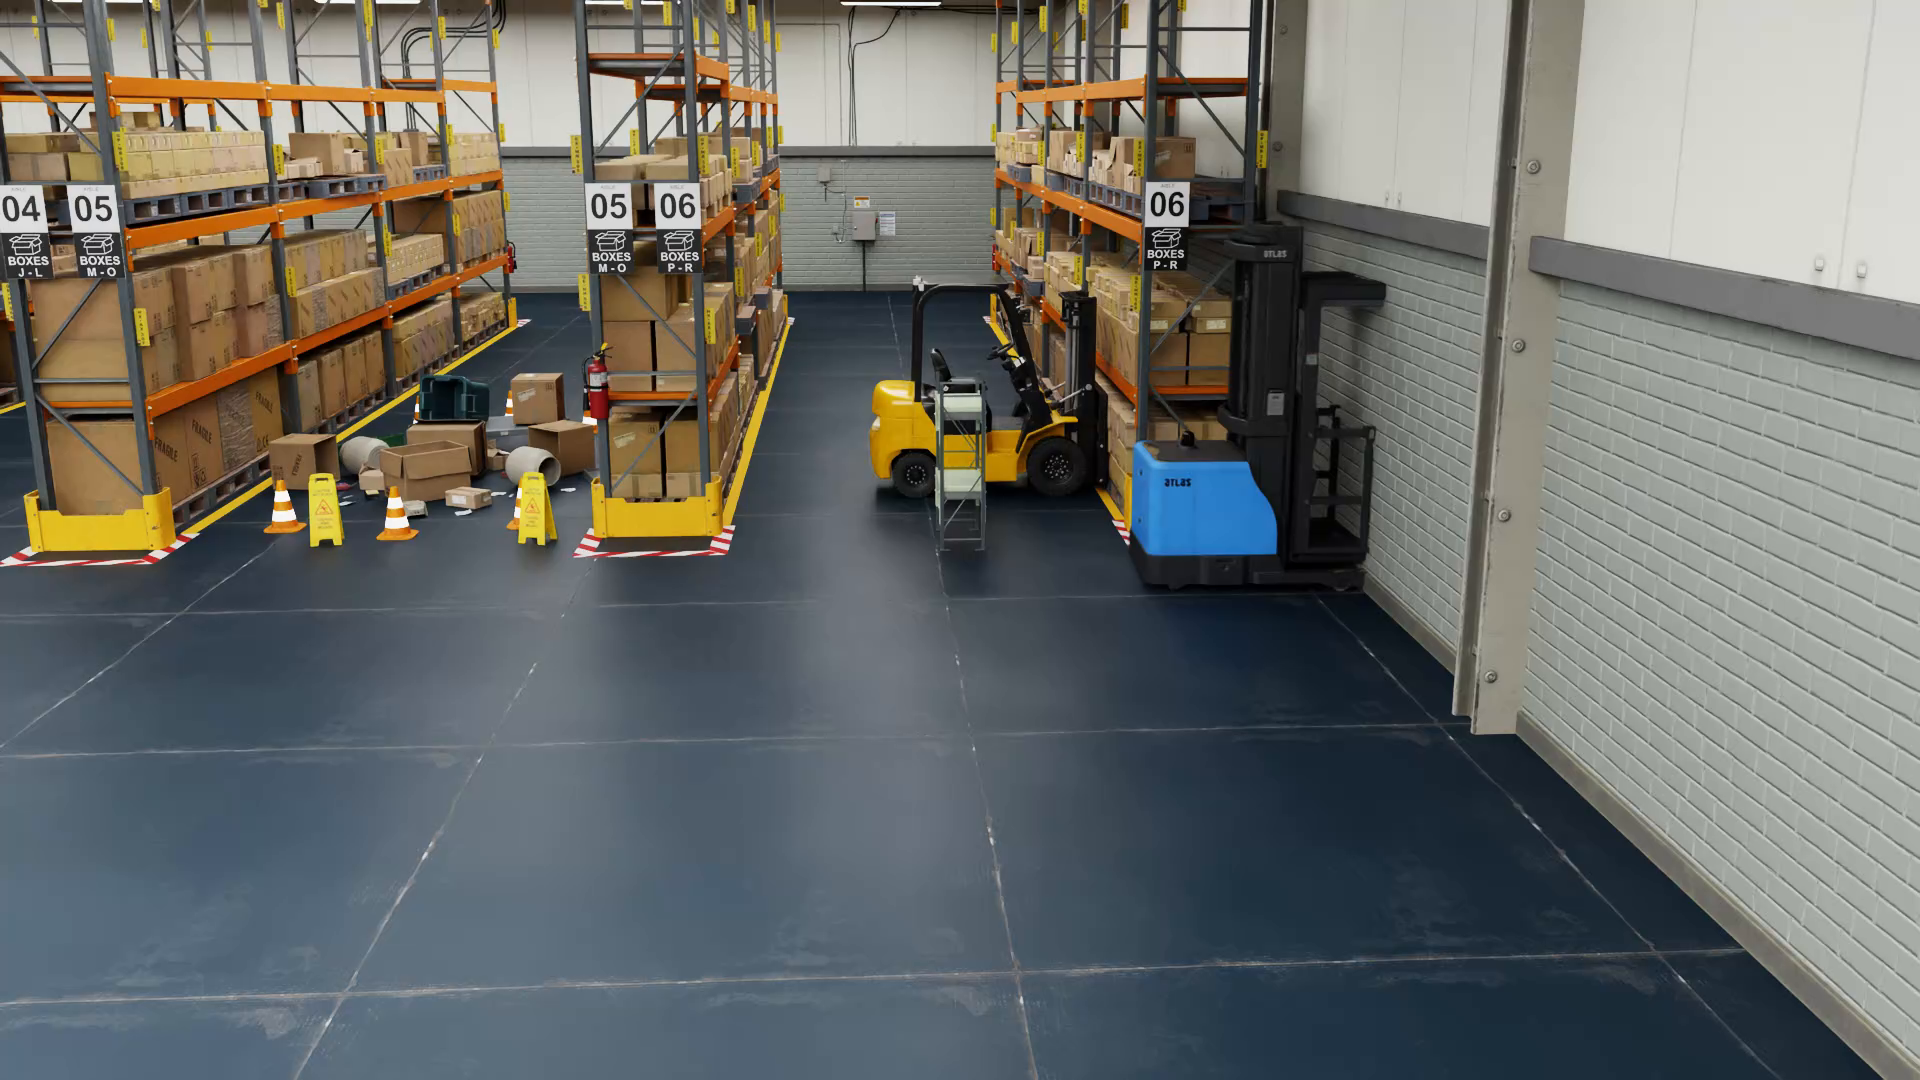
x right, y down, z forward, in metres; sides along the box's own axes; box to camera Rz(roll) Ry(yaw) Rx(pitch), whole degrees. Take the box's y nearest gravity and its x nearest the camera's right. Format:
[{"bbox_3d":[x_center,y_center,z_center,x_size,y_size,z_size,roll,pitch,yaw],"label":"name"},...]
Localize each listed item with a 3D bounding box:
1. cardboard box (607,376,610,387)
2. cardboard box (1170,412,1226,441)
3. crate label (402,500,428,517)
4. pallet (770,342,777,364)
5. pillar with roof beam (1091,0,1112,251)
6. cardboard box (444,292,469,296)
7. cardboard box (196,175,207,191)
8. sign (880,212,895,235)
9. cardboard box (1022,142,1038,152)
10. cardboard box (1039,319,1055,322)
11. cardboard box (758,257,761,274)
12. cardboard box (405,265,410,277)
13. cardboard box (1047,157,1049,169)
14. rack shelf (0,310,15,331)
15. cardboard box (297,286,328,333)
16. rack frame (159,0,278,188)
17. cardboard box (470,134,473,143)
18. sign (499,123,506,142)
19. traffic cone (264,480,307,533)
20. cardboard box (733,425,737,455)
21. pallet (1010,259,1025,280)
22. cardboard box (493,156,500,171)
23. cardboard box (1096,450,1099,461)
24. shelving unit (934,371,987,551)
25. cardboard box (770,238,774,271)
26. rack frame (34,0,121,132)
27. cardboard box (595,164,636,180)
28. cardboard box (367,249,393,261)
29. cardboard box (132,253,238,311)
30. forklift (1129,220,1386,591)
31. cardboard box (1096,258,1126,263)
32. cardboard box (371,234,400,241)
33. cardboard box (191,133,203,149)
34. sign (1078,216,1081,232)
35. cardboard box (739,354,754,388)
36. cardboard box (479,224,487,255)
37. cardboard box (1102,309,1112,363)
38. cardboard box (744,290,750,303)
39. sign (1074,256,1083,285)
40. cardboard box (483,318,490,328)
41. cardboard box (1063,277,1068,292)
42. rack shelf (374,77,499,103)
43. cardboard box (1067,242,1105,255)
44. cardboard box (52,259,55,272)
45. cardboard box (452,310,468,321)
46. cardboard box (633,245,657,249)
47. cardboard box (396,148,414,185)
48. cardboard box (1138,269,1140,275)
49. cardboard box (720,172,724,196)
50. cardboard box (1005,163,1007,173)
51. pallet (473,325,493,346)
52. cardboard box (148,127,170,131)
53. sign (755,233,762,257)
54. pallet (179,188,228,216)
[{"bbox_3d":[-3.167,-1.536,15.702,0.380,0.149,0.250,-1,14,-4],"label":"cardboard box"},{"bbox_3d":[2.309,-1.062,16.027,0.500,0.250,0.500,-1,14,-4],"label":"cardboard box"},{"bbox_3d":[-5.315,-0.300,16.140,0.250,0.136,0.298,-9,17,-32],"label":"crate label"},{"bbox_3d":[-3.424,-2.949,26.289,1.003,0.211,1.213,-1,14,-3],"label":"pallet"},{"bbox_3d":[-2.034,-7.594,26.706,9.100,9.000,0.400,-1,14,-3],"label":"pillar with roof beam"},{"bbox_3d":[-9.036,-4.359,29.857,0.380,0.149,0.250,-2,15,-6],"label":"cardboard box"},{"bbox_3d":[-7.534,-3.455,16.099,0.380,0.149,0.250,-1,14,-3],"label":"cardboard box"},{"bbox_3d":[-1.582,-6.897,36.225,0.329,0.494,0.001,-1,14,-3],"label":"sign"},{"bbox_3d":[1.136,-5.895,24.984,0.380,0.149,0.250,-1,14,-3],"label":"cardboard box"},{"bbox_3d":[1.351,-3.133,24.278,0.380,0.149,0.250,-1,14,-5],"label":"cardboard box"},{"bbox_3d":[-3.115,-3.924,23.778,0.500,0.250,0.500,-1,14,-2],"label":"cardboard box"},{"bbox_3d":[-8.131,-3.857,23.884,0.380,0.149,0.250,0,14,-2],"label":"cardboard box"},{"bbox_3d":[1.373,-5.073,22.354,0.380,0.166,0.250,-1,14,-4],"label":"cardboard box"},{"bbox_3d":[-13.066,-2.497,20.379,1.077,0.370,4.000,-1,14,-3],"label":"rack shelf"},{"bbox_3d":[-7.782,-2.708,19.556,0.500,0.500,0.500,-1,14,-3],"label":"cardboard box"},{"bbox_3d":[-7.986,-5.305,17.808,1.000,3.000,0.127,-1,14,-3],"label":"rack frame"},{"bbox_3d":[-8.321,-6.673,27.643,0.380,0.149,0.250,-1,14,-5],"label":"cardboard box"},{"bbox_3d":[-8.174,-7.269,29.685,0.100,0.325,0.005,-1,14,-3],"label":"sign"},{"bbox_3d":[-6.354,-0.330,15.604,0.336,0.463,0.334,-1,14,-3],"label":"traffic cone"},{"bbox_3d":[-2.704,-1.098,18.171,0.500,0.250,0.500,-1,14,-5],"label":"cardboard box"},{"bbox_3d":[1.347,-4.275,26.230,1.003,0.211,1.213,-1,14,-3],"label":"pallet"},{"bbox_3d":[-8.437,-6.655,29.376,0.500,0.250,0.500,-1,14,-5],"label":"cardboard box"},{"bbox_3d":[1.708,-0.945,17.577,0.500,0.250,0.500,0,14,-2],"label":"cardboard box"},{"bbox_3d":[0.000,-0.725,15.057,0.431,1.500,0.755,-1,14,-3],"label":"shelving unit"},{"bbox_3d":[-3.315,-4.660,27.140,0.500,0.500,0.500,0,14,-2],"label":"cardboard box"},{"bbox_3d":[-13.438,-7.243,25.341,1.000,3.000,0.127,-1,14,-3],"label":"rack frame"},{"bbox_3d":[-3.119,-3.303,14.952,0.380,0.149,0.250,-1,14,-3],"label":"cardboard box"},{"bbox_3d":[-8.088,-3.949,23.045,0.380,0.149,0.250,-1,14,-5],"label":"cardboard box"},{"bbox_3d":[-7.951,-2.631,16.989,0.875,0.550,0.550,-1,14,-3],"label":"cardboard box"},{"bbox_3d":[3.004,-1.136,13.784,3.031,2.935,1.130,-1,14,-3],"label":"forklift"},{"bbox_3d":[1.983,-3.603,21.732,0.380,0.149,0.250,-1,14,-4],"label":"cardboard box"},{"bbox_3d":[-8.916,-4.654,25.785,0.380,0.149,0.250,0,14,-1],"label":"cardboard box"},{"bbox_3d":[-7.535,-3.841,16.001,0.380,0.149,0.250,-1,14,-3],"label":"cardboard box"},{"bbox_3d":[1.960,-5.138,26.877,0.100,0.325,0.005,-1,14,-3],"label":"sign"},{"bbox_3d":[-3.274,-2.286,22.545,0.950,0.372,0.625,-2,15,-7],"label":"cardboard box"},{"bbox_3d":[-8.356,-5.090,28.216,0.500,0.500,0.500,0,14,-1],"label":"cardboard box"},{"bbox_3d":[1.760,-2.132,17.316,0.500,0.500,0.500,-1,14,-3],"label":"cardboard box"},{"bbox_3d":[-2.823,-3.050,20.744,0.380,0.149,0.250,0,14,-1],"label":"cardboard box"},{"bbox_3d":[1.361,-3.090,19.076,0.100,0.325,0.005,-1,14,-3],"label":"sign"},{"bbox_3d":[-8.338,-3.757,28.713,0.380,0.149,0.250,-1,14,-2],"label":"cardboard box"},{"bbox_3d":[1.552,-3.121,20.659,0.500,0.250,0.500,-1,14,-2],"label":"cardboard box"},{"bbox_3d":[-8.605,-7.442,27.564,1.077,0.370,4.000,-1,14,-3],"label":"rack shelf"},{"bbox_3d":[1.779,-3.956,23.560,0.500,0.500,0.500,0,14,-1],"label":"cardboard box"},{"bbox_3d":[-12.983,-3.645,23.194,0.500,0.500,0.500,-1,14,-5],"label":"cardboard box"},{"bbox_3d":[-8.254,-3.658,27.133,0.380,0.149,0.250,0,14,-1],"label":"cardboard box"},{"bbox_3d":[-3.227,-2.812,17.356,0.700,0.500,0.500,-1,14,-5],"label":"cardboard box"},{"bbox_3d":[-8.078,-5.290,23.570,0.500,0.500,0.500,-1,14,-3],"label":"cardboard box"},{"bbox_3d":[2.198,-2.947,18.586,0.380,0.149,0.250,-1,14,-5],"label":"cardboard box"},{"bbox_3d":[-2.706,-3.667,17.166,0.500,0.250,0.500,-1,14,-4],"label":"cardboard box"},{"bbox_3d":[0.965,-6.366,28.458,0.380,0.149,0.250,-1,14,-2],"label":"cardboard box"},{"bbox_3d":[-8.637,-3.509,28.465,1.003,0.211,1.213,-1,14,-3],"label":"pallet"},{"bbox_3d":[-13.466,-6.550,27.424,0.700,0.500,0.500,0,14,-1],"label":"cardboard box"},{"bbox_3d":[-2.758,-4.029,22.724,0.100,0.325,0.005,-1,14,-3],"label":"sign"},{"bbox_3d":[-7.873,-3.303,16.225,1.003,0.211,1.213,-1,14,-3],"label":"pallet"}]
